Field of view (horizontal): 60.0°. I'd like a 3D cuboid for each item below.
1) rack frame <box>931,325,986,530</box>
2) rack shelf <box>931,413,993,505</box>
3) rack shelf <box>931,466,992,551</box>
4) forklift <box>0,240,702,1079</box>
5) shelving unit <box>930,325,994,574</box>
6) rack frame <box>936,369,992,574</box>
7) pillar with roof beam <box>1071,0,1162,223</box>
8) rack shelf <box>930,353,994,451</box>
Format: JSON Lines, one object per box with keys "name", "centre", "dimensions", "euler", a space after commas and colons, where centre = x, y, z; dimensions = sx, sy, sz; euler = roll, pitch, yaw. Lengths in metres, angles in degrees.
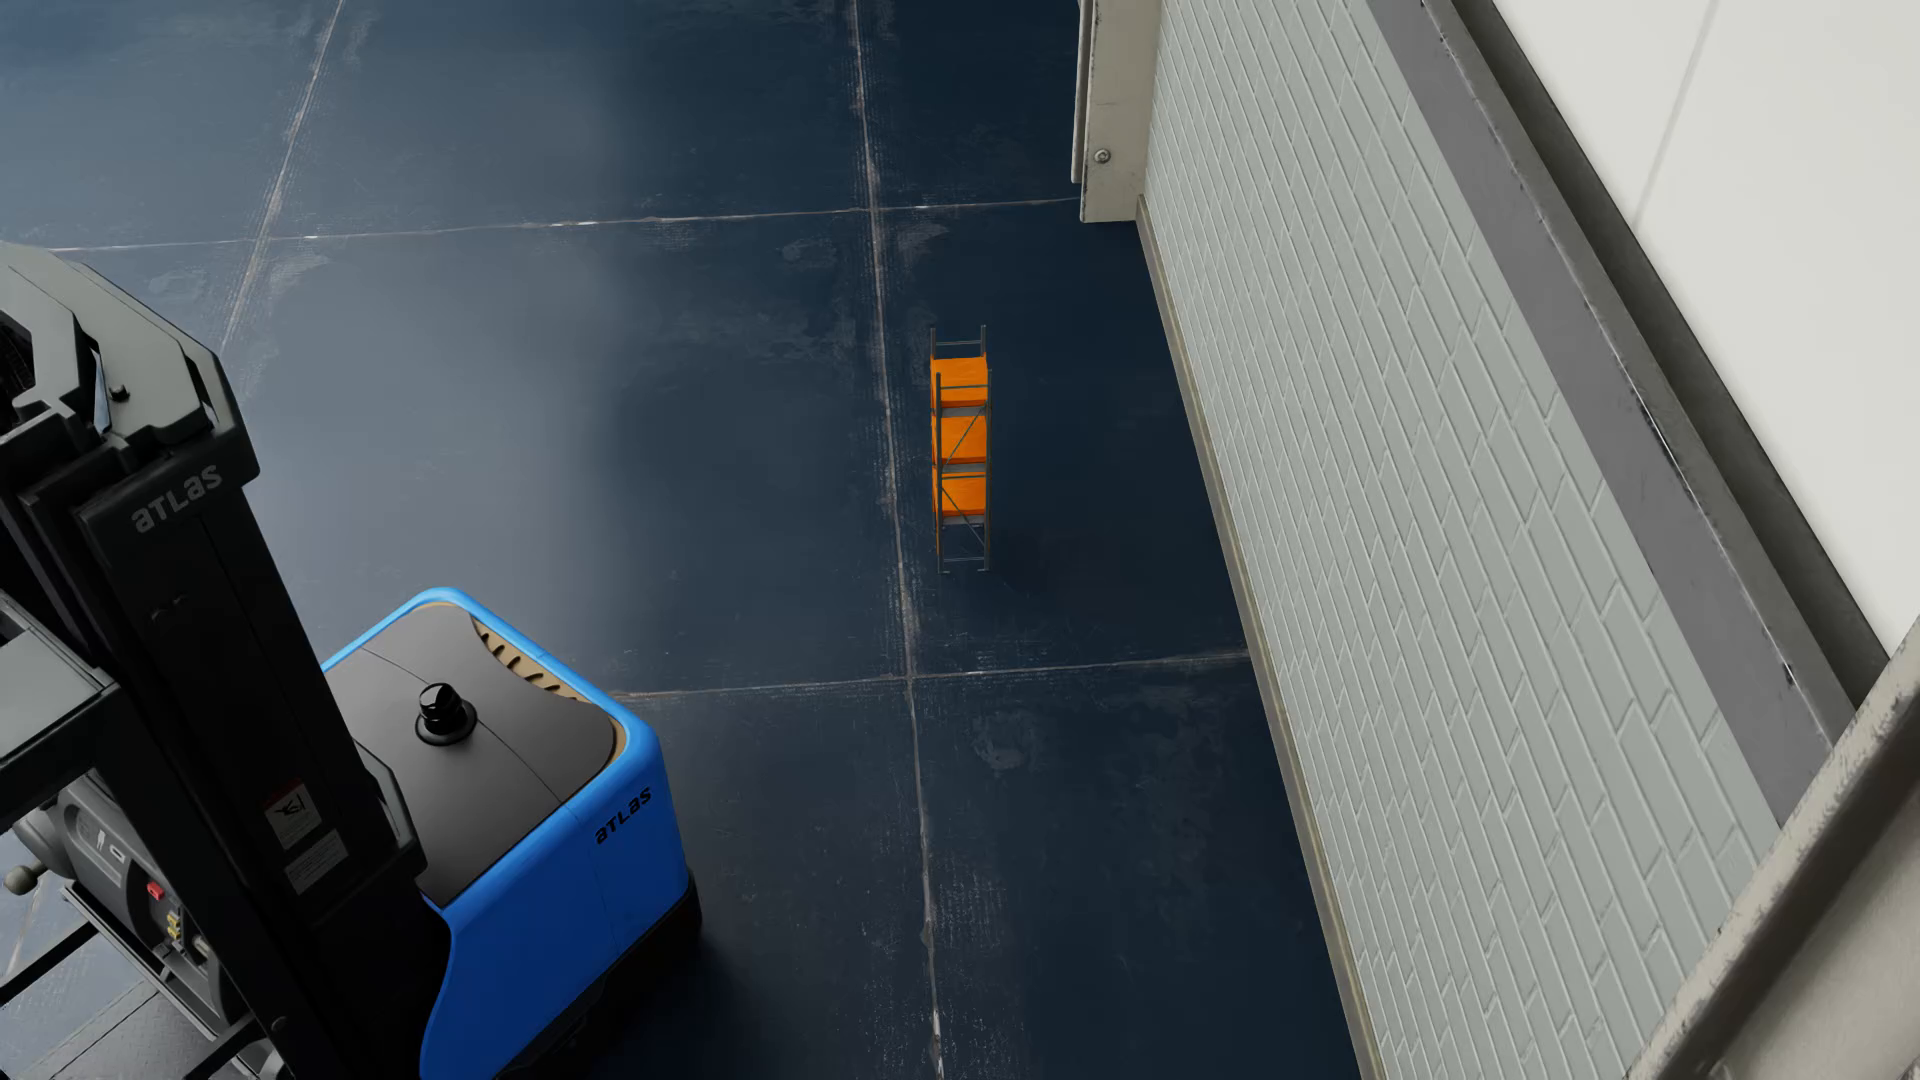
{"name": "rack frame", "centre": [-0.006, -0.411, 6.416], "dimensions": [0.200, 1.050, 0.008], "euler": [-3, 47, -3]}
{"name": "rack shelf", "centre": [0.004, -0.315, 6.340], "dimensions": [0.215, 0.259, 0.240], "euler": [-3, 47, -3]}
{"name": "rack shelf", "centre": [0.004, -0.124, 6.542], "dimensions": [0.215, 0.259, 0.240], "euler": [-3, 47, -3]}
{"name": "forklift", "centre": [-2.160, 0.904, 3.875], "dimensions": [1.130, 2.935, 3.031], "euler": [30, 54, 25]}
{"name": "shelving unit", "centre": [0.004, -0.322, 6.332], "dimensions": [0.215, 1.050, 0.252], "euler": [-3, 47, -3]}
{"name": "rack frame", "centre": [0.015, -0.234, 6.249], "dimensions": [0.200, 1.050, 0.008], "euler": [-3, 47, -3]}
{"name": "pillar with roof beam", "centre": [-3.552, -4.558, 4.869], "dimensions": [9.100, 9.000, 0.400], "euler": [-3, 47, -3]}
{"name": "rack shelf", "centre": [0.004, -0.510, 6.134], "dimensions": [0.215, 0.259, 0.240], "euler": [-3, 47, -3]}
